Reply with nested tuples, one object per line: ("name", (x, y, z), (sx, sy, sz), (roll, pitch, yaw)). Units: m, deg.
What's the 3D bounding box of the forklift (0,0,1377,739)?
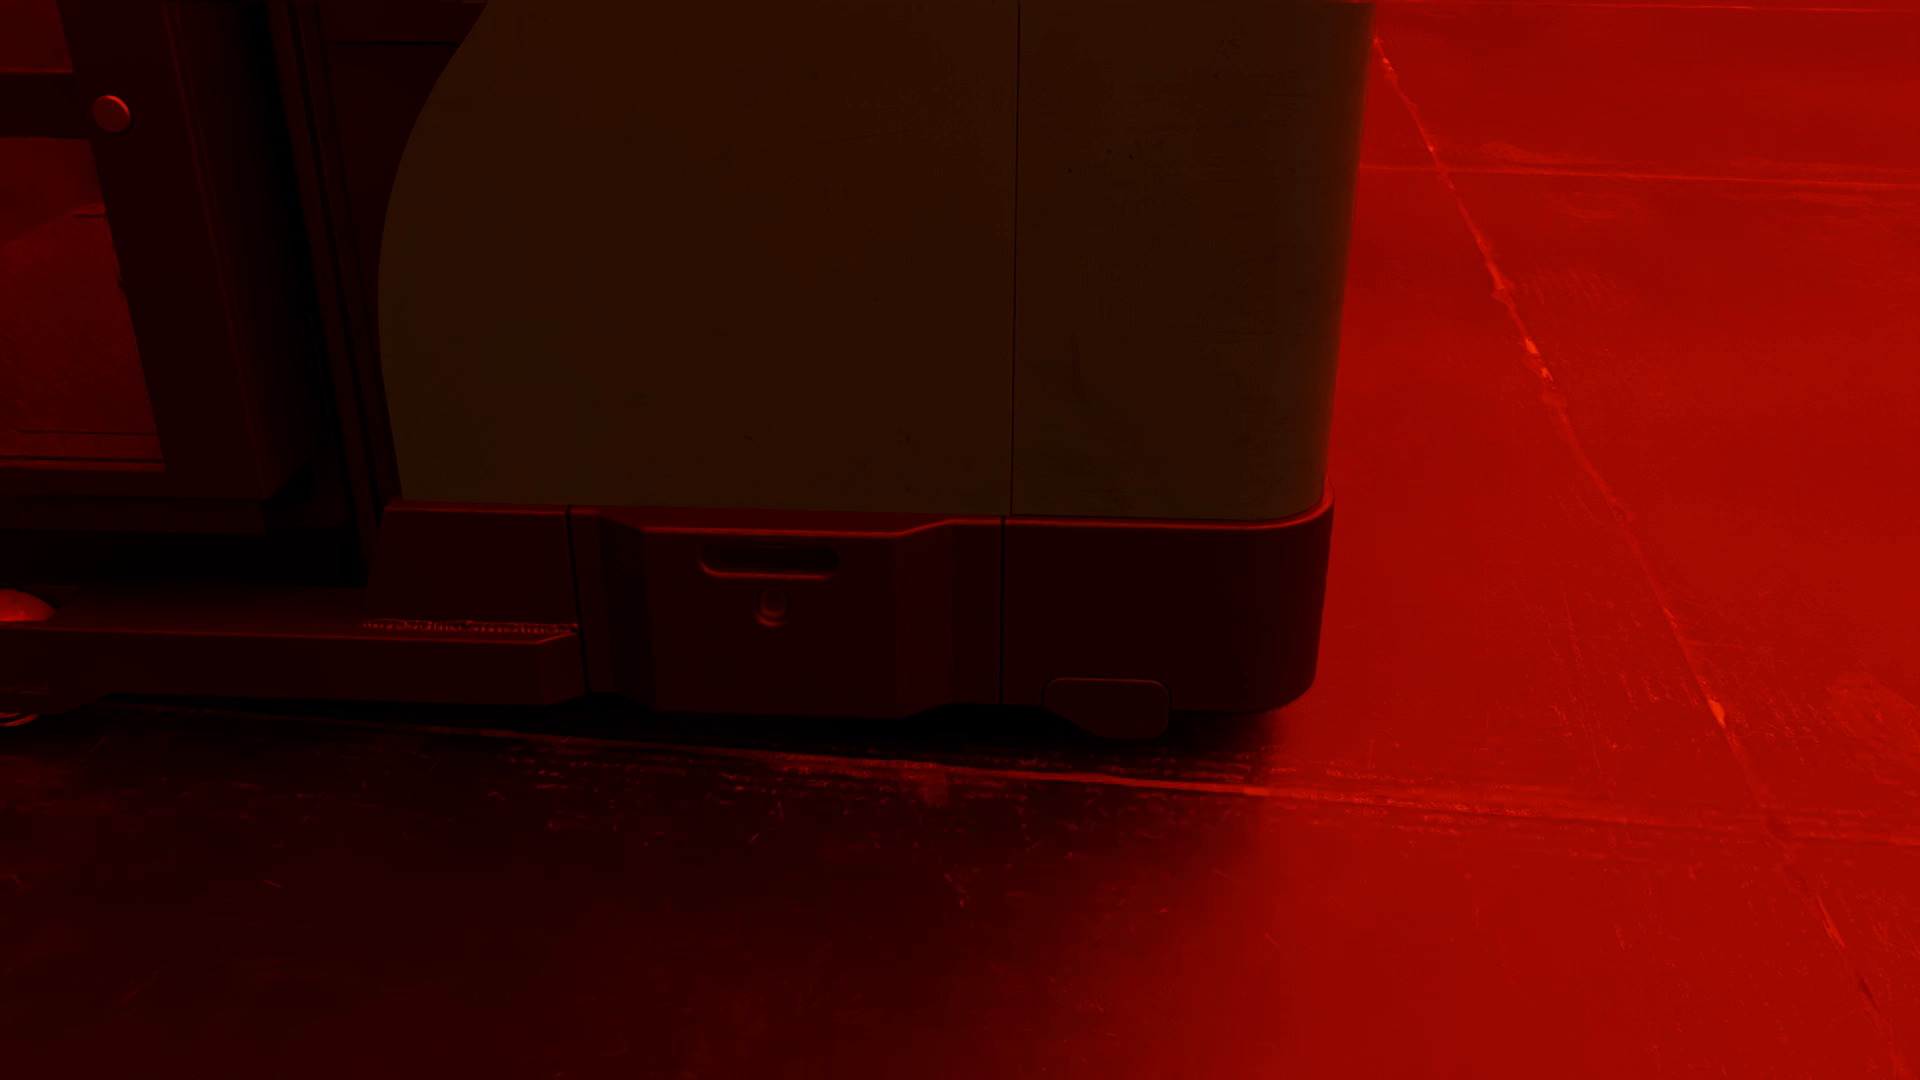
("forklift", (-1.057, -1.316, 1.854), (3.031, 2.935, 1.130), (1, 27, 3))
